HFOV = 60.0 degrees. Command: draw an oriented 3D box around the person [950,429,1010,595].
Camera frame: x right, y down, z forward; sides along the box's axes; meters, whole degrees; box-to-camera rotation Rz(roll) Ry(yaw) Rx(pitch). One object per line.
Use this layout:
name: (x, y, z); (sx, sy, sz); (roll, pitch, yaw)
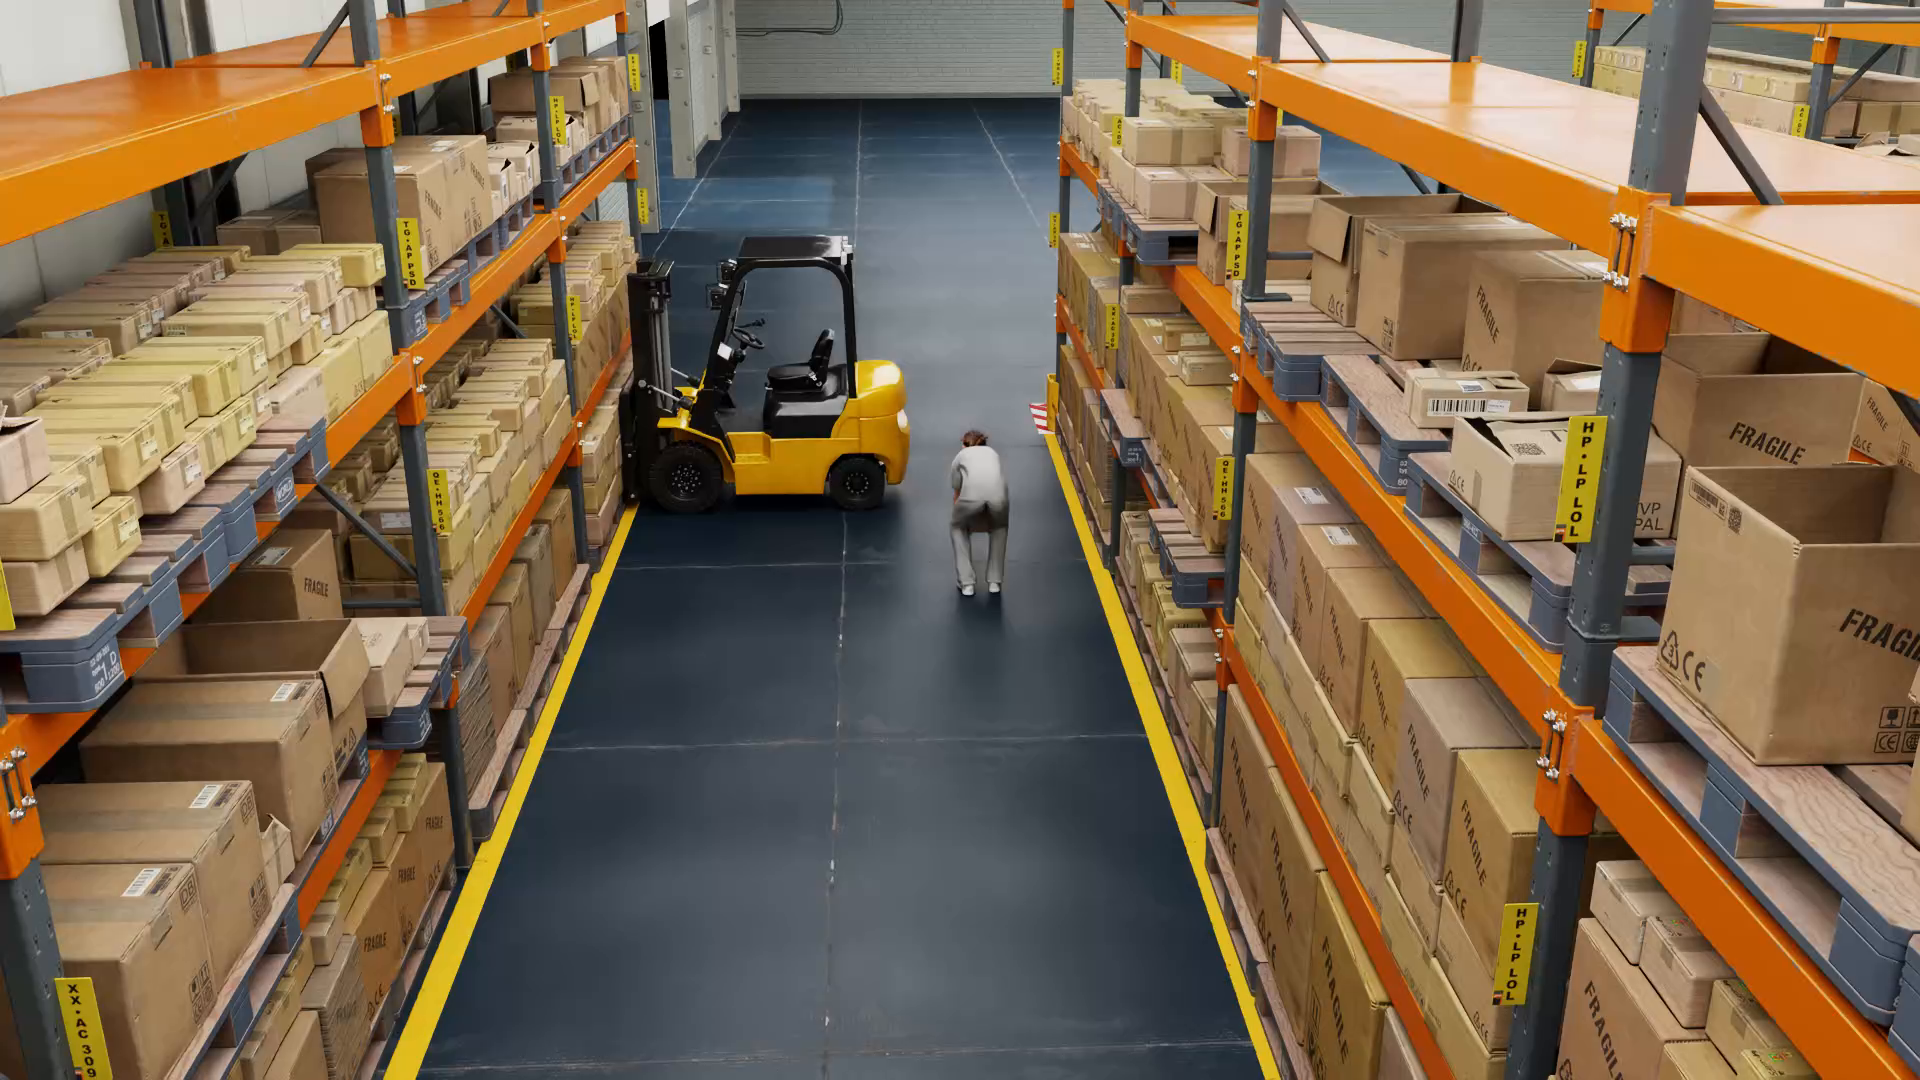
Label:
person: (0.140, -0.213, 12.455); (0.448, 1.113, 0.857); (-2, 21, -5)
